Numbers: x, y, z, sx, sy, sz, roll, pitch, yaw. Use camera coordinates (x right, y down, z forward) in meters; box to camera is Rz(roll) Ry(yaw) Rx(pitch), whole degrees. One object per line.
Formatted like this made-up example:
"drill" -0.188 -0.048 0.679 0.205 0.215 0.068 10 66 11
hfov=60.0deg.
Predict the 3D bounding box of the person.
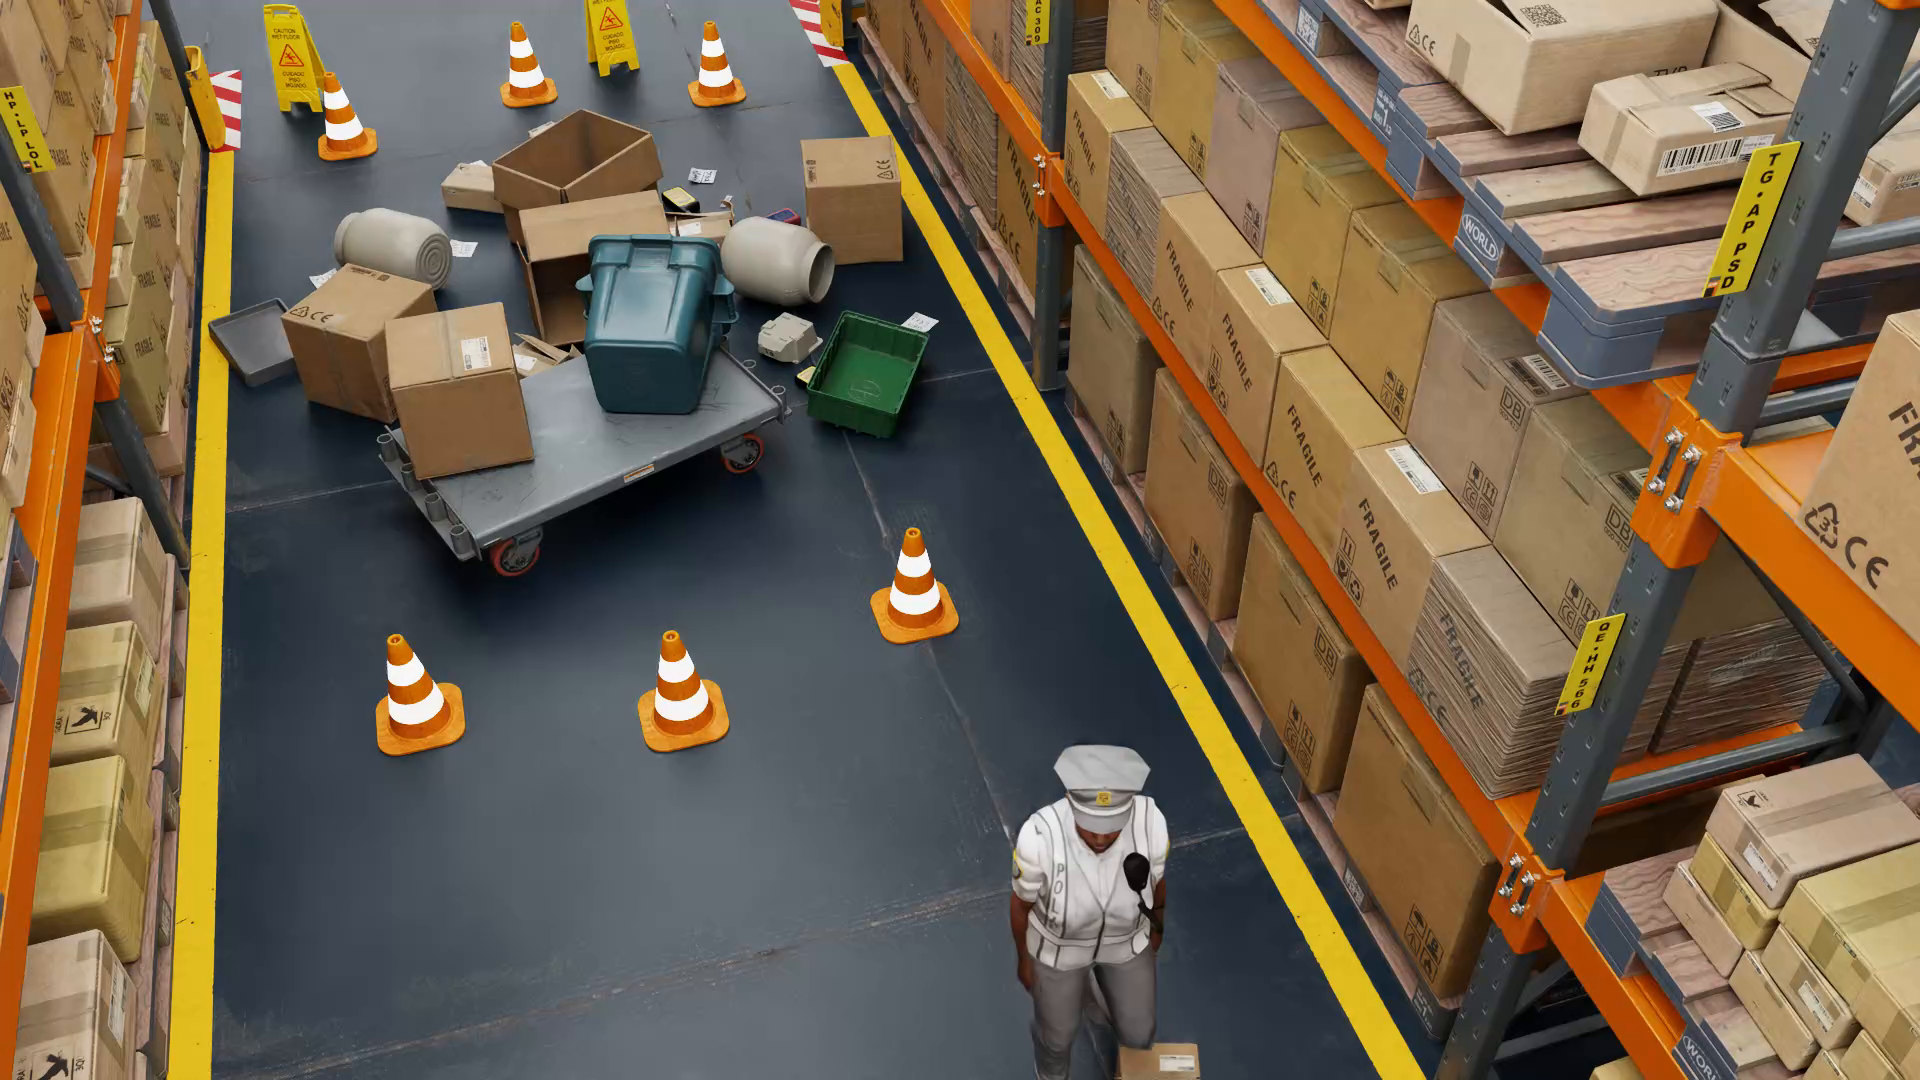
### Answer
"person" 0.364 1.110 4.902 0.475 1.673 0.502 -7 43 -7
